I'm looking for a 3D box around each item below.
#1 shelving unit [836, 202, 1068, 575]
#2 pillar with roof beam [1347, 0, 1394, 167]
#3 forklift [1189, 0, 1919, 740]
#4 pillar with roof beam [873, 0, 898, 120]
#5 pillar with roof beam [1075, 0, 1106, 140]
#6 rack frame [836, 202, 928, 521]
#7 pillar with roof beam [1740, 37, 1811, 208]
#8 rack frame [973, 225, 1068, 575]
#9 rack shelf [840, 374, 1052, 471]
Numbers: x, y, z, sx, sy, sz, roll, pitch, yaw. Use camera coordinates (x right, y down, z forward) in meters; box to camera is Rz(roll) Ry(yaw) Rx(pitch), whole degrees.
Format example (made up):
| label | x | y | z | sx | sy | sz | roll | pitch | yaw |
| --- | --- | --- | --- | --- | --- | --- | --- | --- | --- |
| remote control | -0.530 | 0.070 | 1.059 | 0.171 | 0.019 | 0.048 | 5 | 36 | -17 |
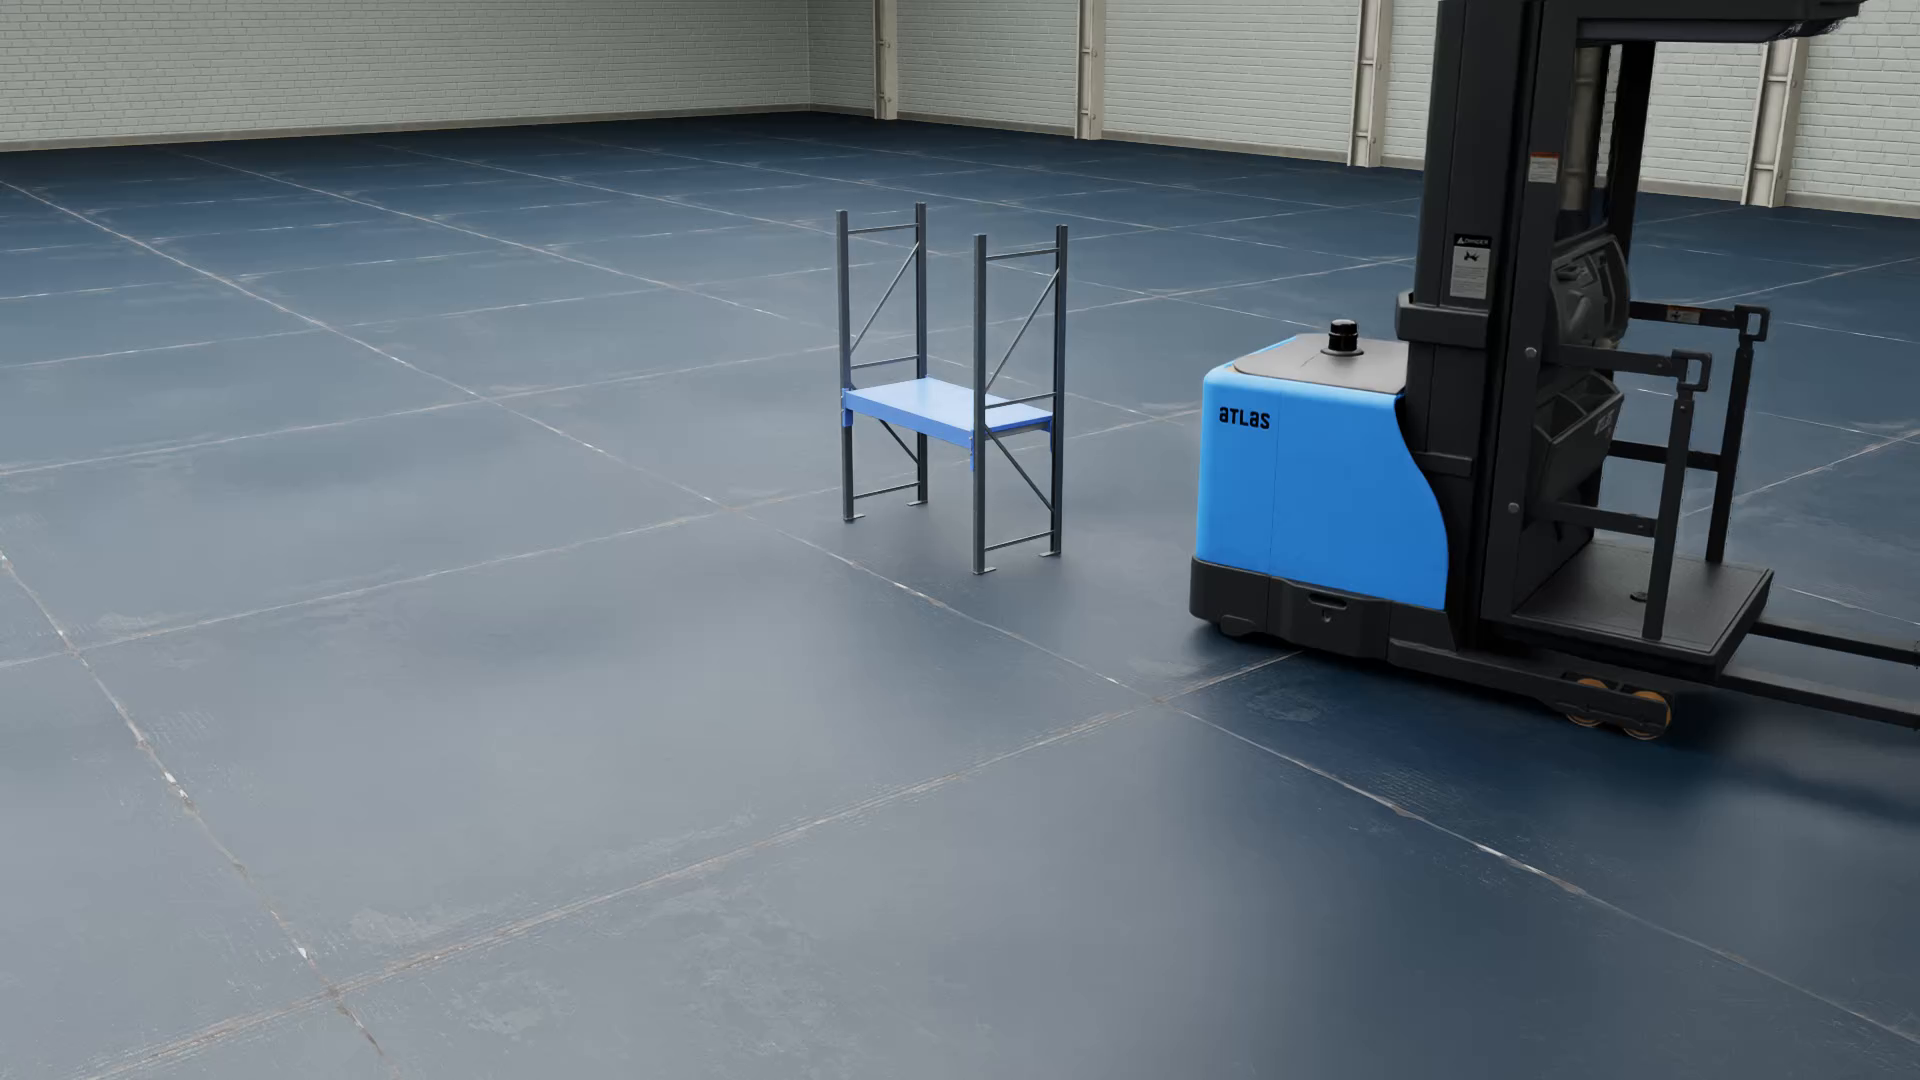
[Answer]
| label | x | y | z | sx | sy | sz | roll | pitch | yaw |
| --- | --- | --- | --- | --- | --- | --- | --- | --- | --- |
| shelving unit | -0.053 | -0.733 | 7.690 | 0.538 | 1.500 | 1.048 | -14 | 23 | -36 |
| pillar with roof beam | 2.592 | -8.957 | 20.597 | 9.100 | 9.000 | 0.400 | -14 | 23 | -36 |
| forklift | 2.433 | -0.887 | 5.880 | 3.031 | 2.935 | 1.130 | 12 | 22 | 33 |
| pillar with roof beam | -4.858 | -11.914 | 29.526 | 9.100 | 9.000 | 0.400 | -14 | 23 | -36 |
| pillar with roof beam | -1.133 | -10.435 | 25.062 | 9.100 | 9.000 | 0.400 | -14 | 23 | -36 |
| rack frame | -0.369 | -0.858 | 8.068 | 0.500 | 1.500 | 0.032 | -14 | 23 | -36 |
| pillar with roof beam | 6.318 | -7.478 | 16.132 | 9.100 | 9.000 | 0.400 | -14 | 23 | -36 |
| rack frame | 0.263 | -0.608 | 7.312 | 0.500 | 1.500 | 0.032 | -14 | 23 | -36 |
| rack shelf | -0.053 | -0.562 | 7.747 | 0.538 | 0.185 | 1.000 | -14 | 23 | -36 |
